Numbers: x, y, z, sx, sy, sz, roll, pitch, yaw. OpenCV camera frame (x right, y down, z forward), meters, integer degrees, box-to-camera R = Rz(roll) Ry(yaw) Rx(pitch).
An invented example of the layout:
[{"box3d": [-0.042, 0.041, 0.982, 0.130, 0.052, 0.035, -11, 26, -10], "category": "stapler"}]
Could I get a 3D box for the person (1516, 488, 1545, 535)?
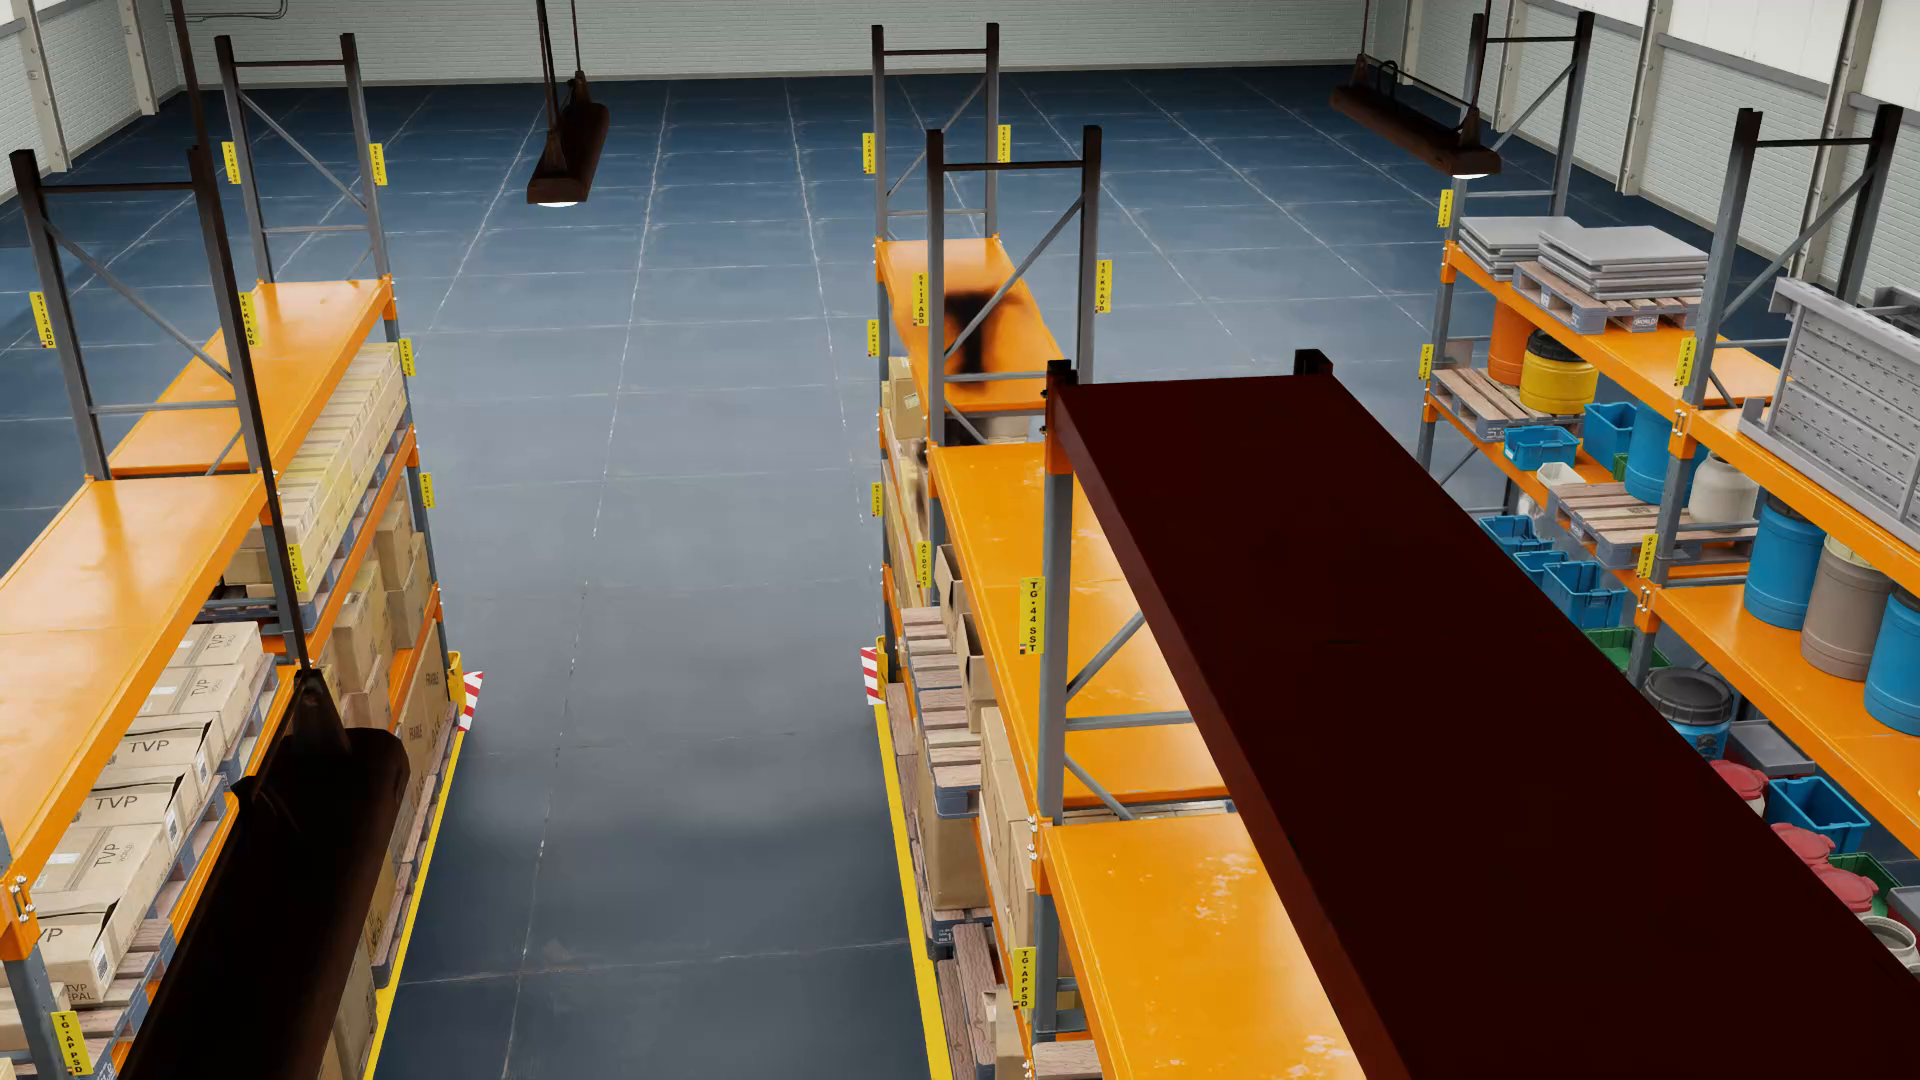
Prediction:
[{"box3d": [5.644, 0.022, 16.673, 0.548, 1.545, 0.539, 17, 31, 32], "category": "person"}]
